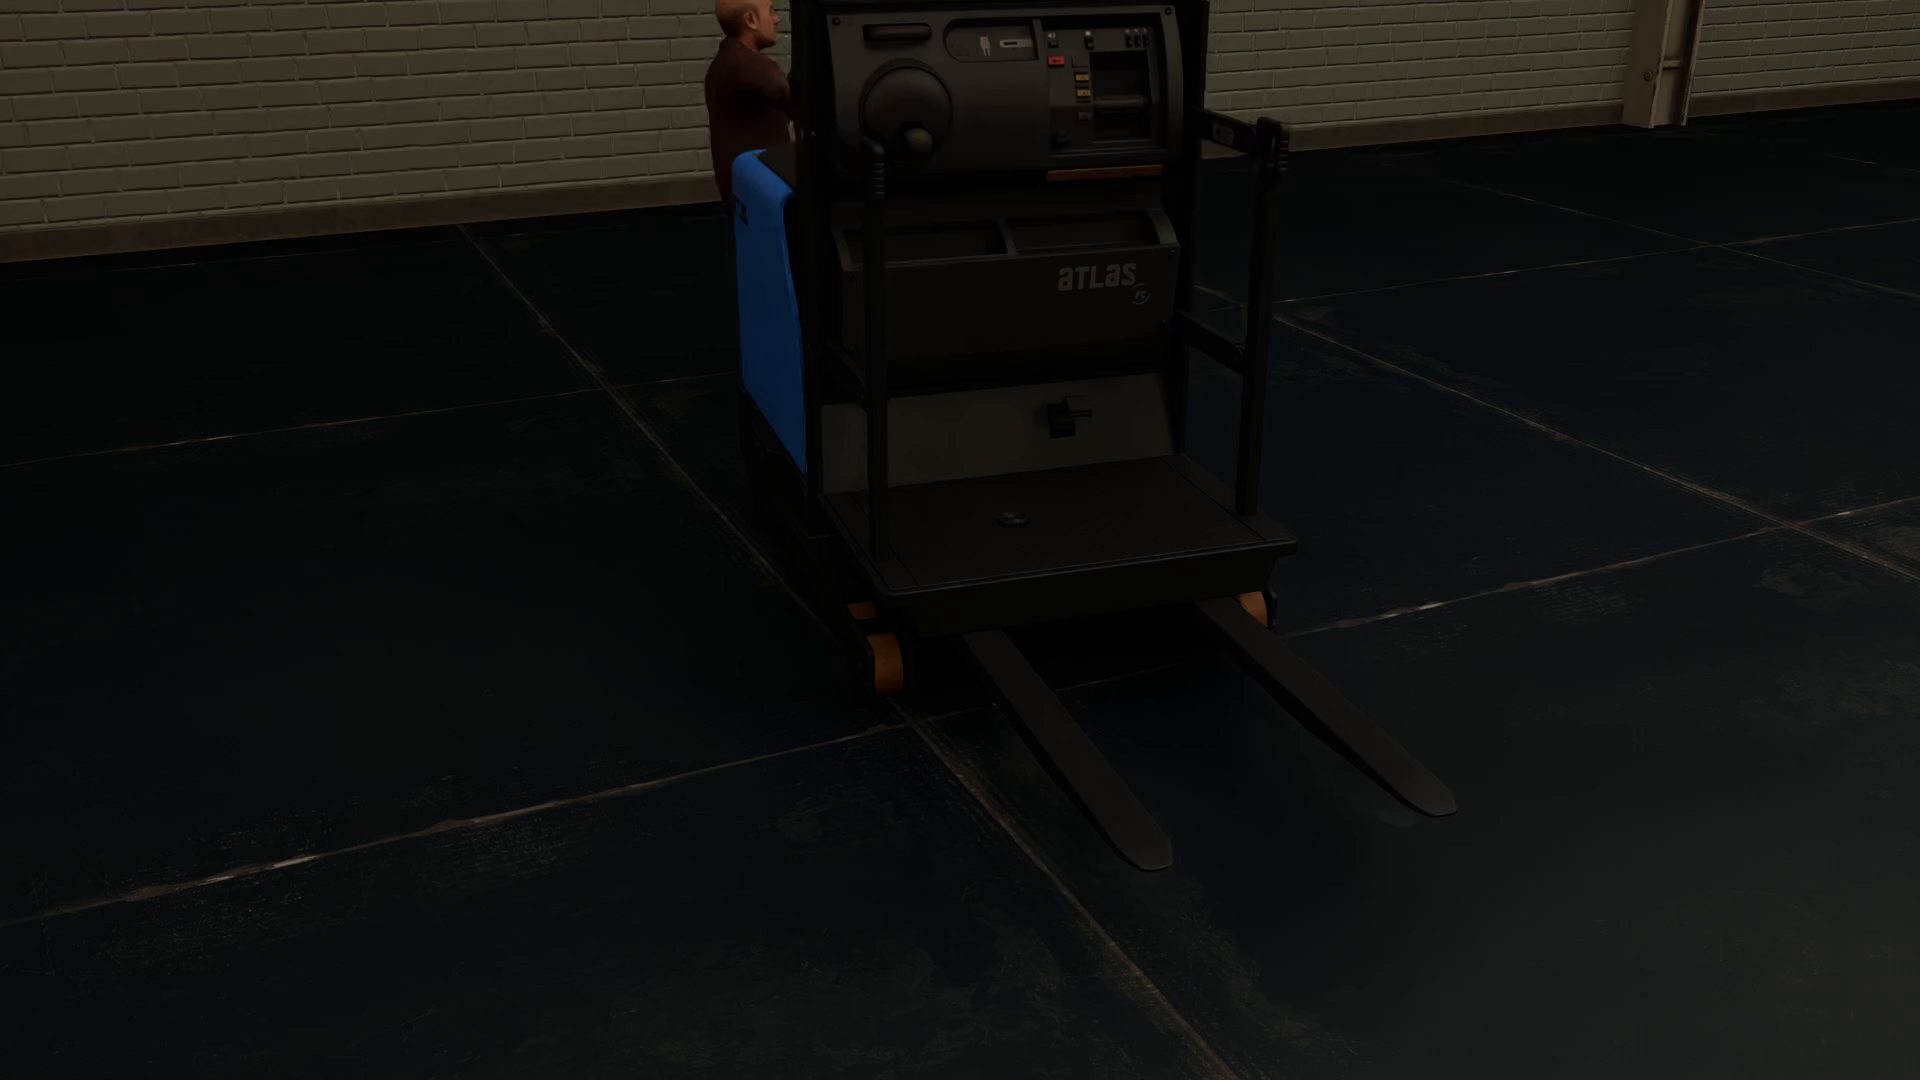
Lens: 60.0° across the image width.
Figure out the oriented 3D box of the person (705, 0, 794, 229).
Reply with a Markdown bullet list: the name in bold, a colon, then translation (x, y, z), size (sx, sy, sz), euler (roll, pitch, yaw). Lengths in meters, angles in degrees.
- **person**: translation (-0.500, -1.330, 6.331), size (0.872, 1.522, 1.118), euler (-10, 25, -23)

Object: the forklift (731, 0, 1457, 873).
- **forklift**: translation (0.192, -1.131, 4.009), size (1.130, 2.935, 3.031), euler (-7, 24, -16)
